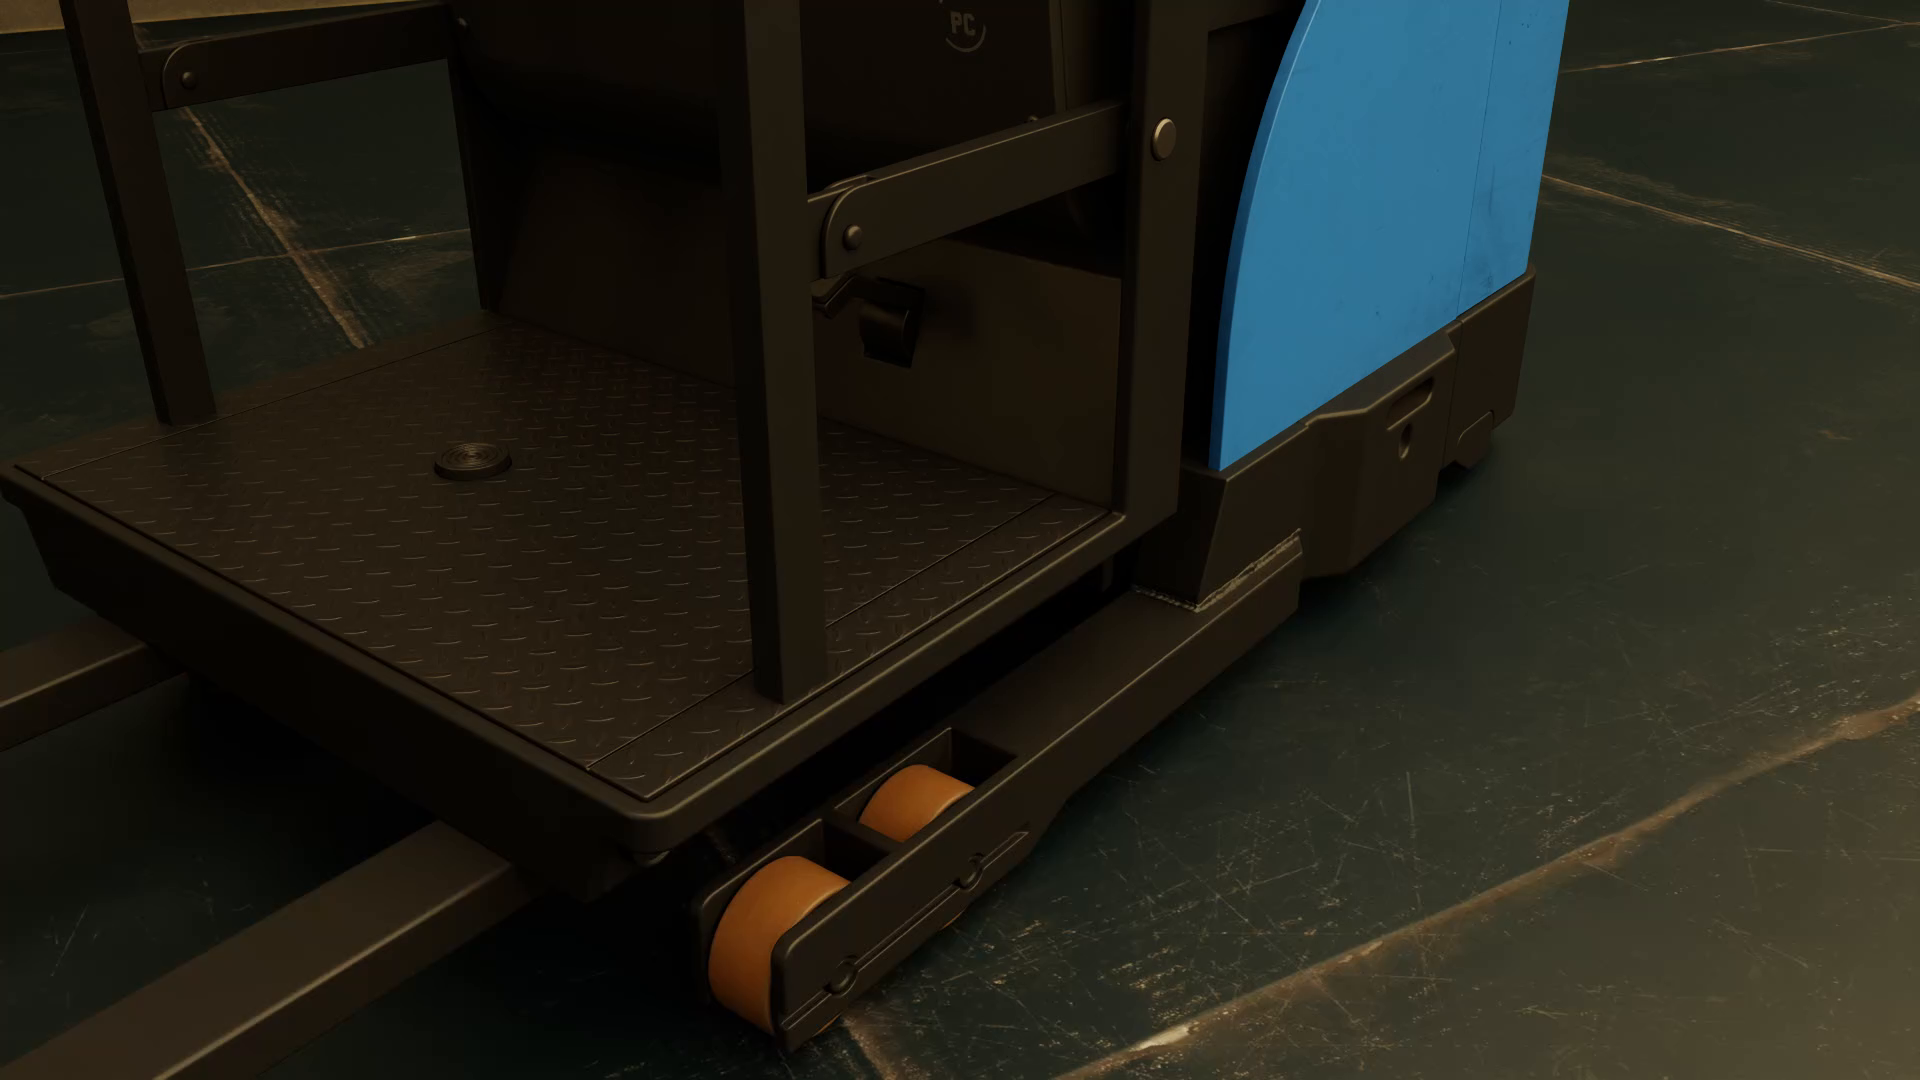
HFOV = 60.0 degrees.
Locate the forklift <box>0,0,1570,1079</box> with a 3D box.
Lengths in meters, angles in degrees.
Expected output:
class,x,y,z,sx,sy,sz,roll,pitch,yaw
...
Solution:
class,x,y,z,sx,sy,sz,roll,pitch,yaw
forklift,-0.375,-1.090,1.409,1.130,2.935,3.031,19,33,33
